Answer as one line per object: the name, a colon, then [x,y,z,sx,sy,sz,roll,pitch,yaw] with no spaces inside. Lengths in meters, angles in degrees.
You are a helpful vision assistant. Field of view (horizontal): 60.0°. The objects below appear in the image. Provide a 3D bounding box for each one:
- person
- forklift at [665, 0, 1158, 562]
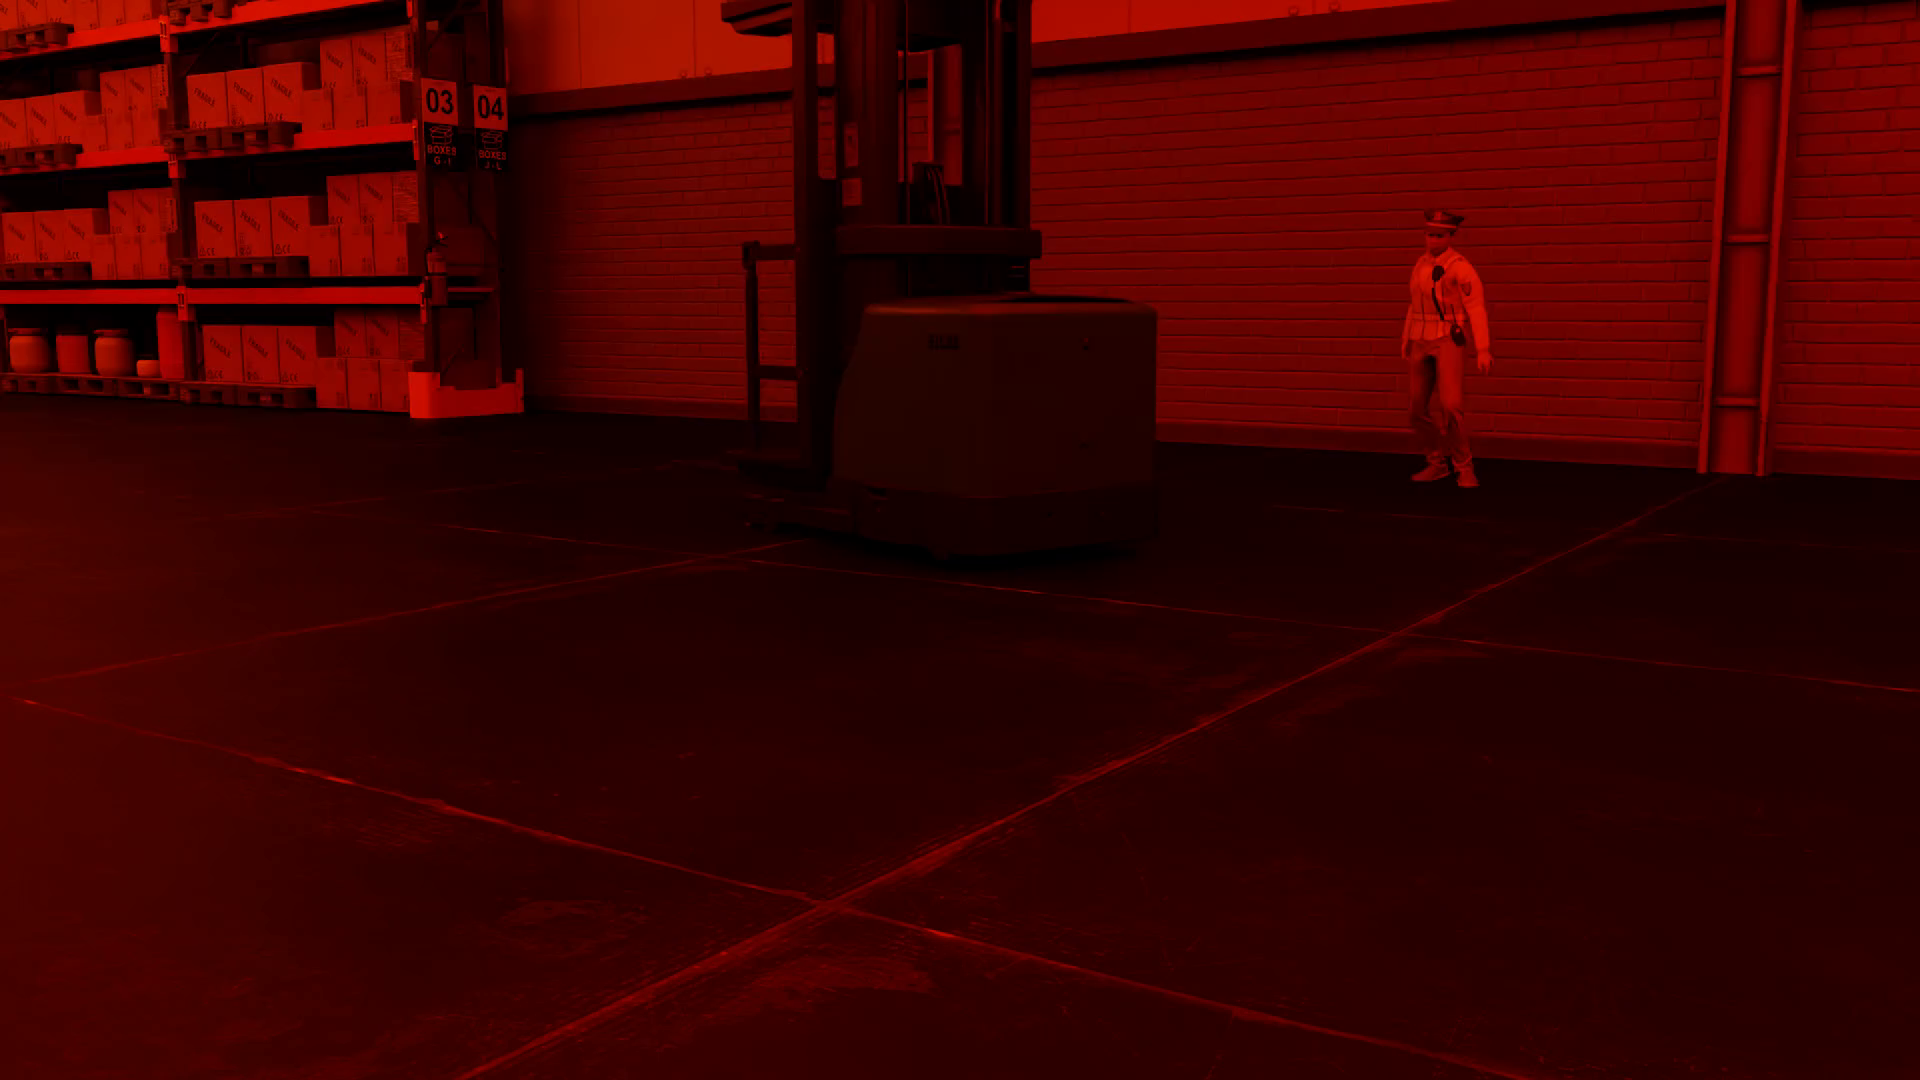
person: [2.886,-1.141,9.953,0.413,1.638,0.807,-4,9,-25]
forklift: [-0.432,-1.523,7.906,1.130,2.935,3.031,-6,10,-37]
